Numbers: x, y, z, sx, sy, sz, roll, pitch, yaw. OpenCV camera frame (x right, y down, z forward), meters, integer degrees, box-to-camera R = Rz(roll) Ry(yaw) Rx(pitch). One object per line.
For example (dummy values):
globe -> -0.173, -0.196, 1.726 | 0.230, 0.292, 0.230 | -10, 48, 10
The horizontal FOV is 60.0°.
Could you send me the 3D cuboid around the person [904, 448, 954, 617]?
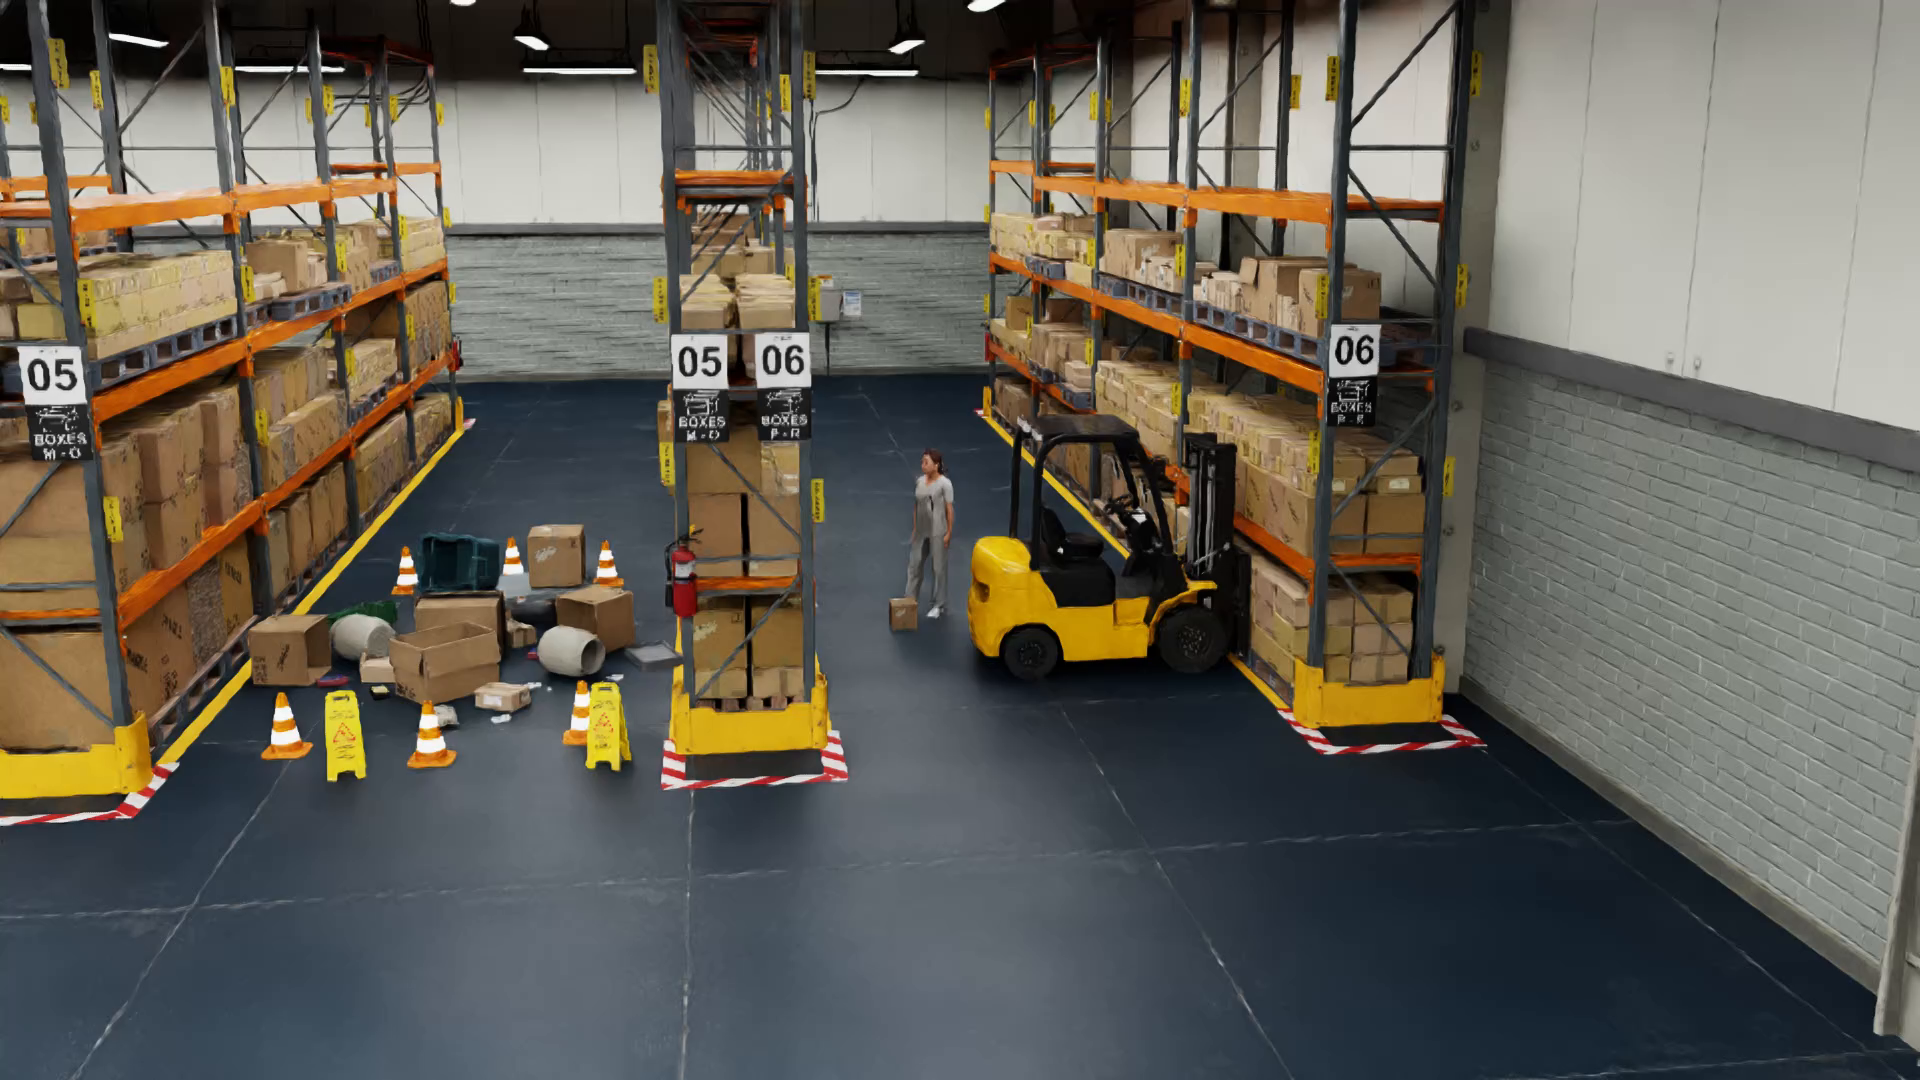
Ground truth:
person -> -0.326, -0.051, 16.180 | 0.461, 1.672, 0.549 | 9, 16, 32
